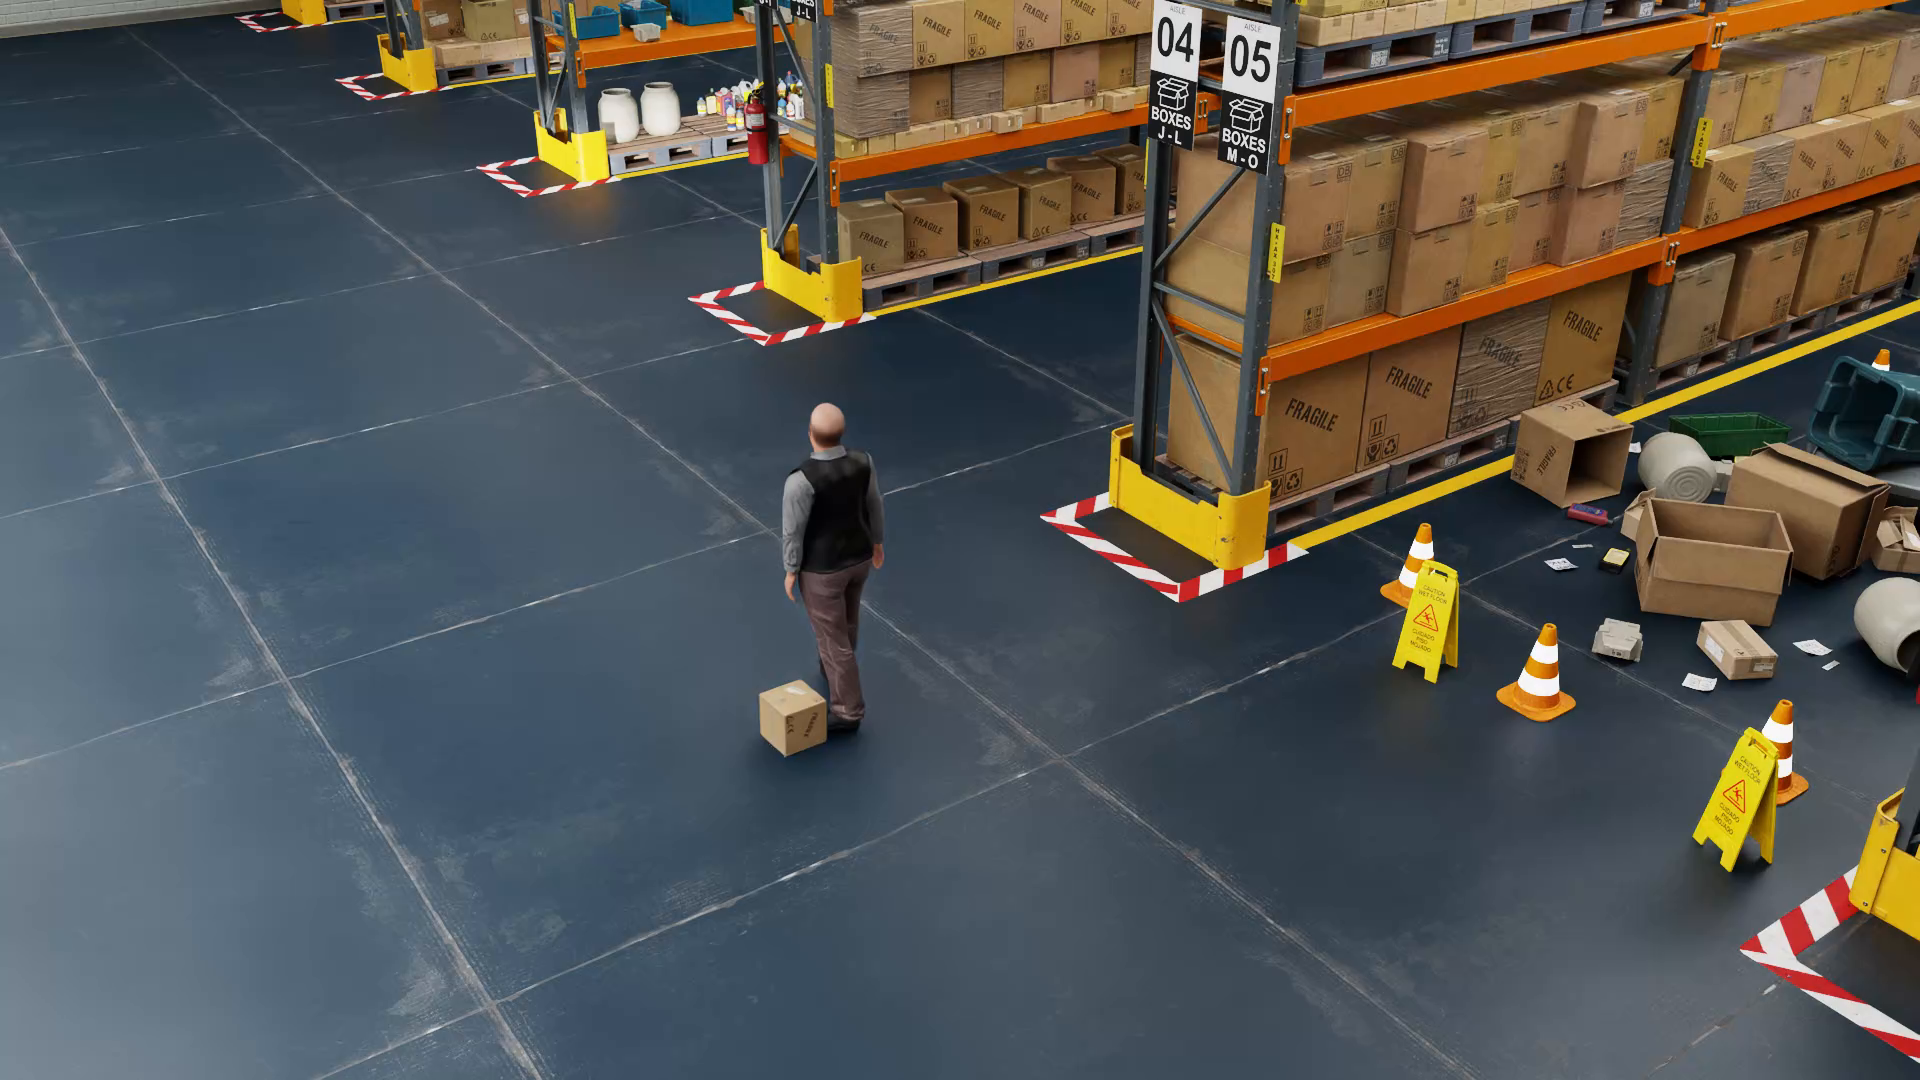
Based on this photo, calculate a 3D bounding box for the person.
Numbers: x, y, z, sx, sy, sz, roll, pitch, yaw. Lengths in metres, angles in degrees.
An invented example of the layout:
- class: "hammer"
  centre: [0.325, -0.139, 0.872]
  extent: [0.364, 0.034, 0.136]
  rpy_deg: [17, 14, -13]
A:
- class: "person"
  centre: [-0.658, 0.105, 8.445]
  extent: [0.612, 1.723, 0.629]
  rpy_deg: [-25, 37, -38]
